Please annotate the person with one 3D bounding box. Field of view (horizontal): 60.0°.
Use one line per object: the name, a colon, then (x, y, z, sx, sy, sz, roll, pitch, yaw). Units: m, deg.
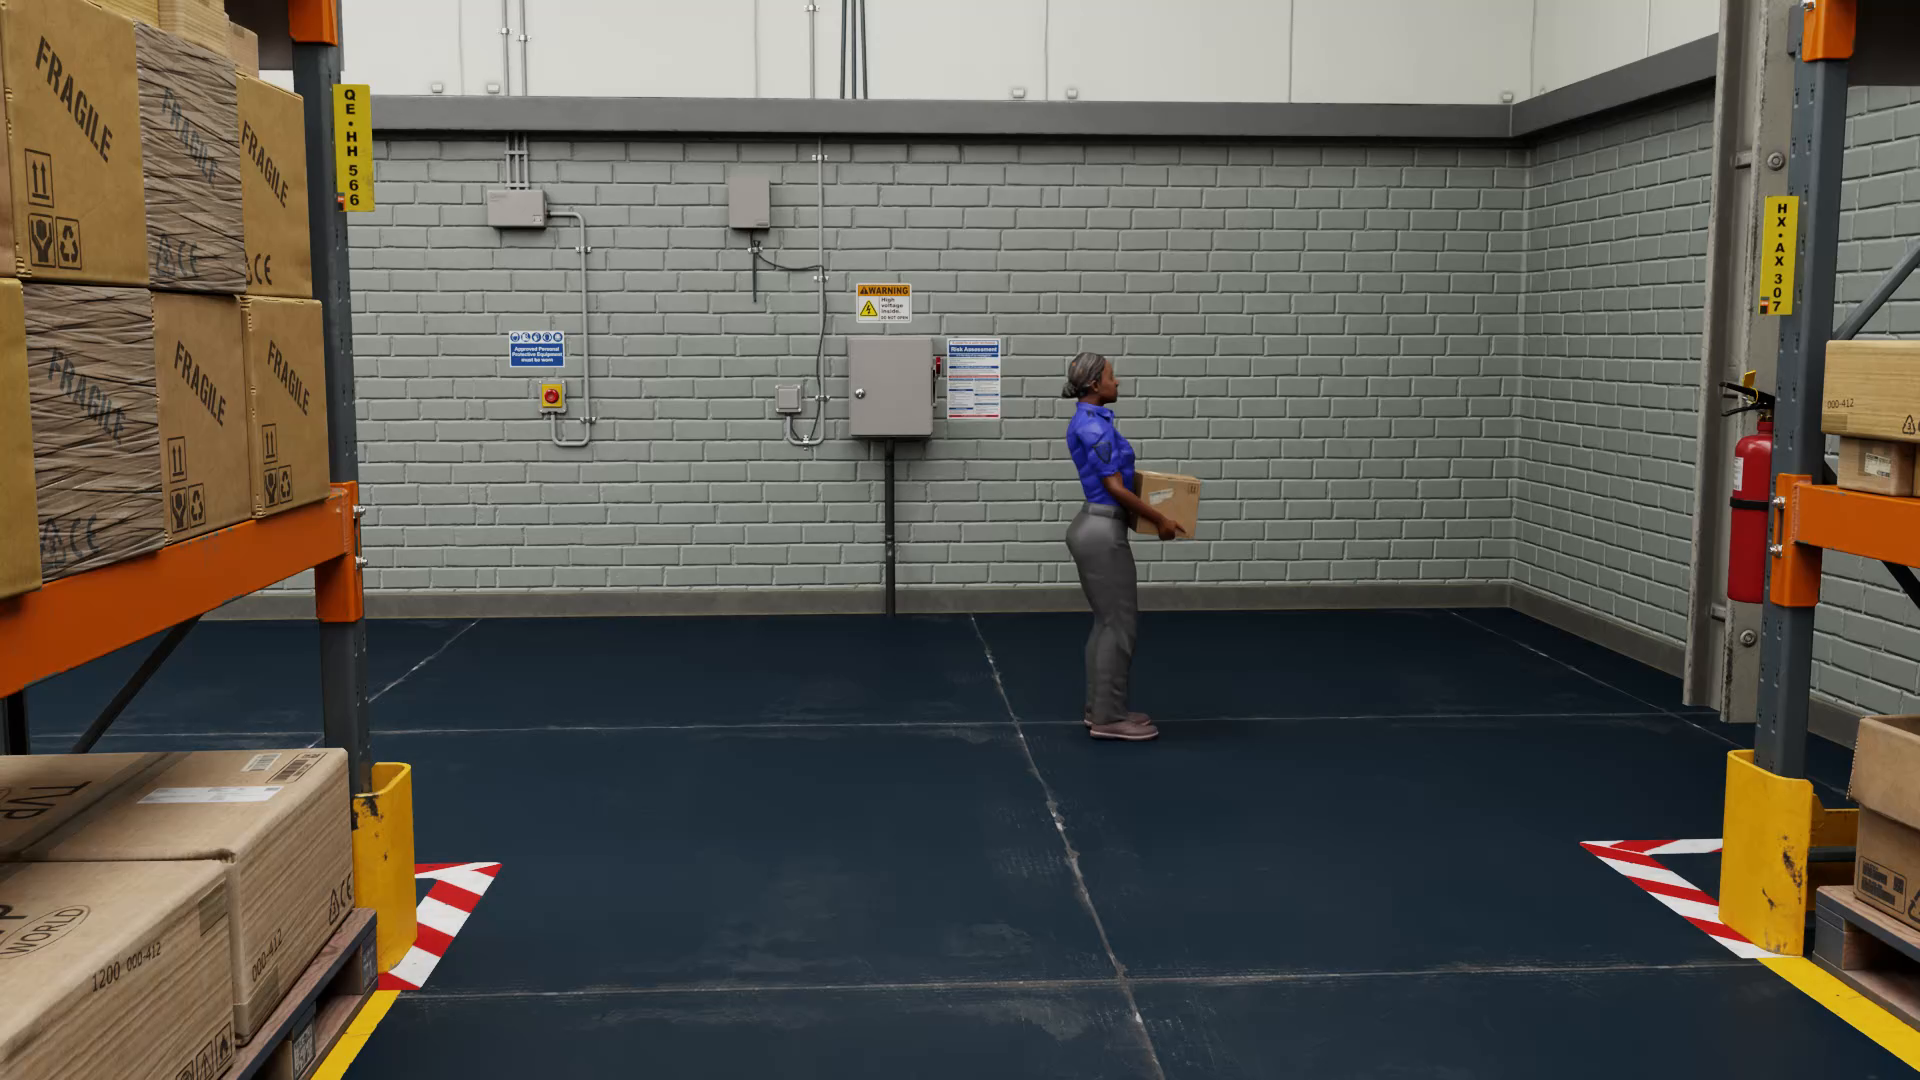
person: (0.689, 0.035, 7.141, 0.518, 1.620, 0.450, 0, 7, -3)
